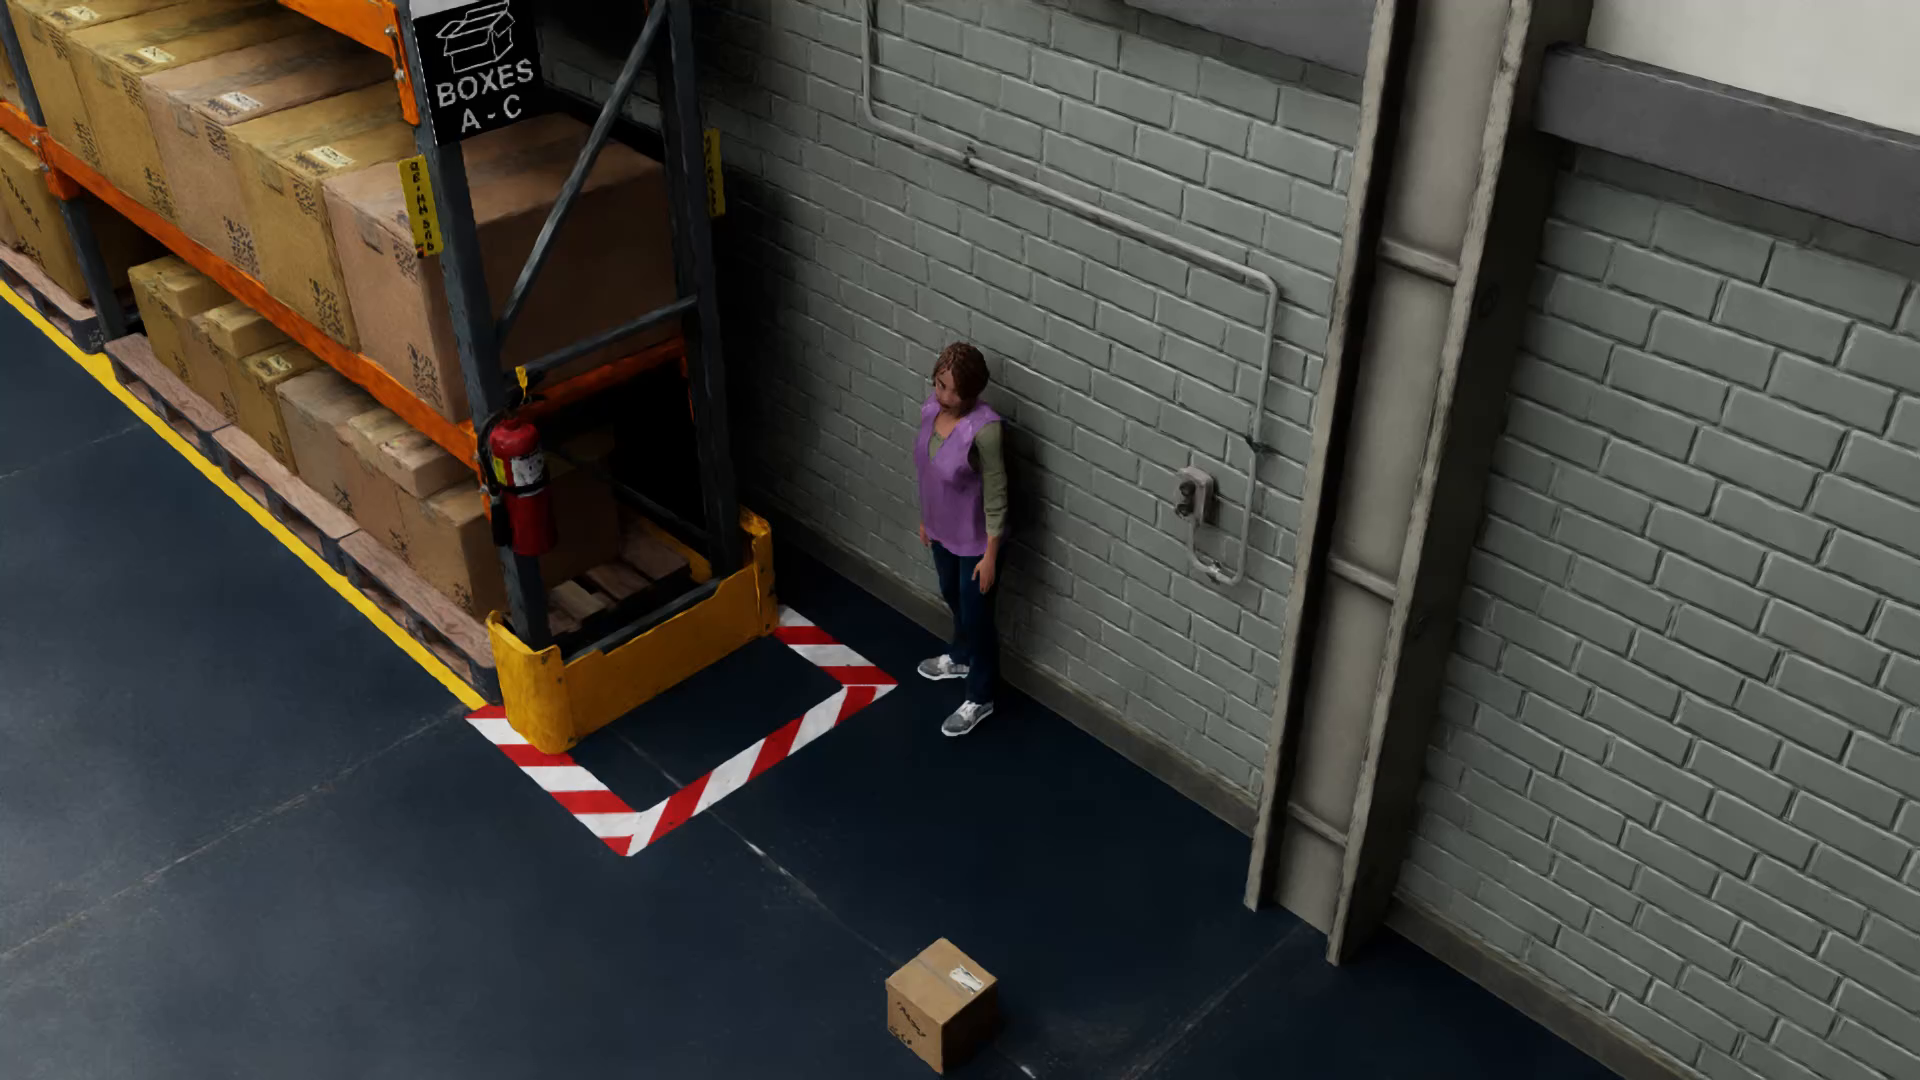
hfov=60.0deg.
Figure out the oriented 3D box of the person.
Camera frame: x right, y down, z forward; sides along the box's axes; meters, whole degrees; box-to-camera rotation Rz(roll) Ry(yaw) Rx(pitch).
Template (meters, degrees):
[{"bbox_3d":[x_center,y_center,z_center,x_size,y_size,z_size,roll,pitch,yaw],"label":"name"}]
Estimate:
[{"bbox_3d":[0.000,-0.015,6.134,0.372,1.600,0.484,-22,41,-27],"label":"person"}]
